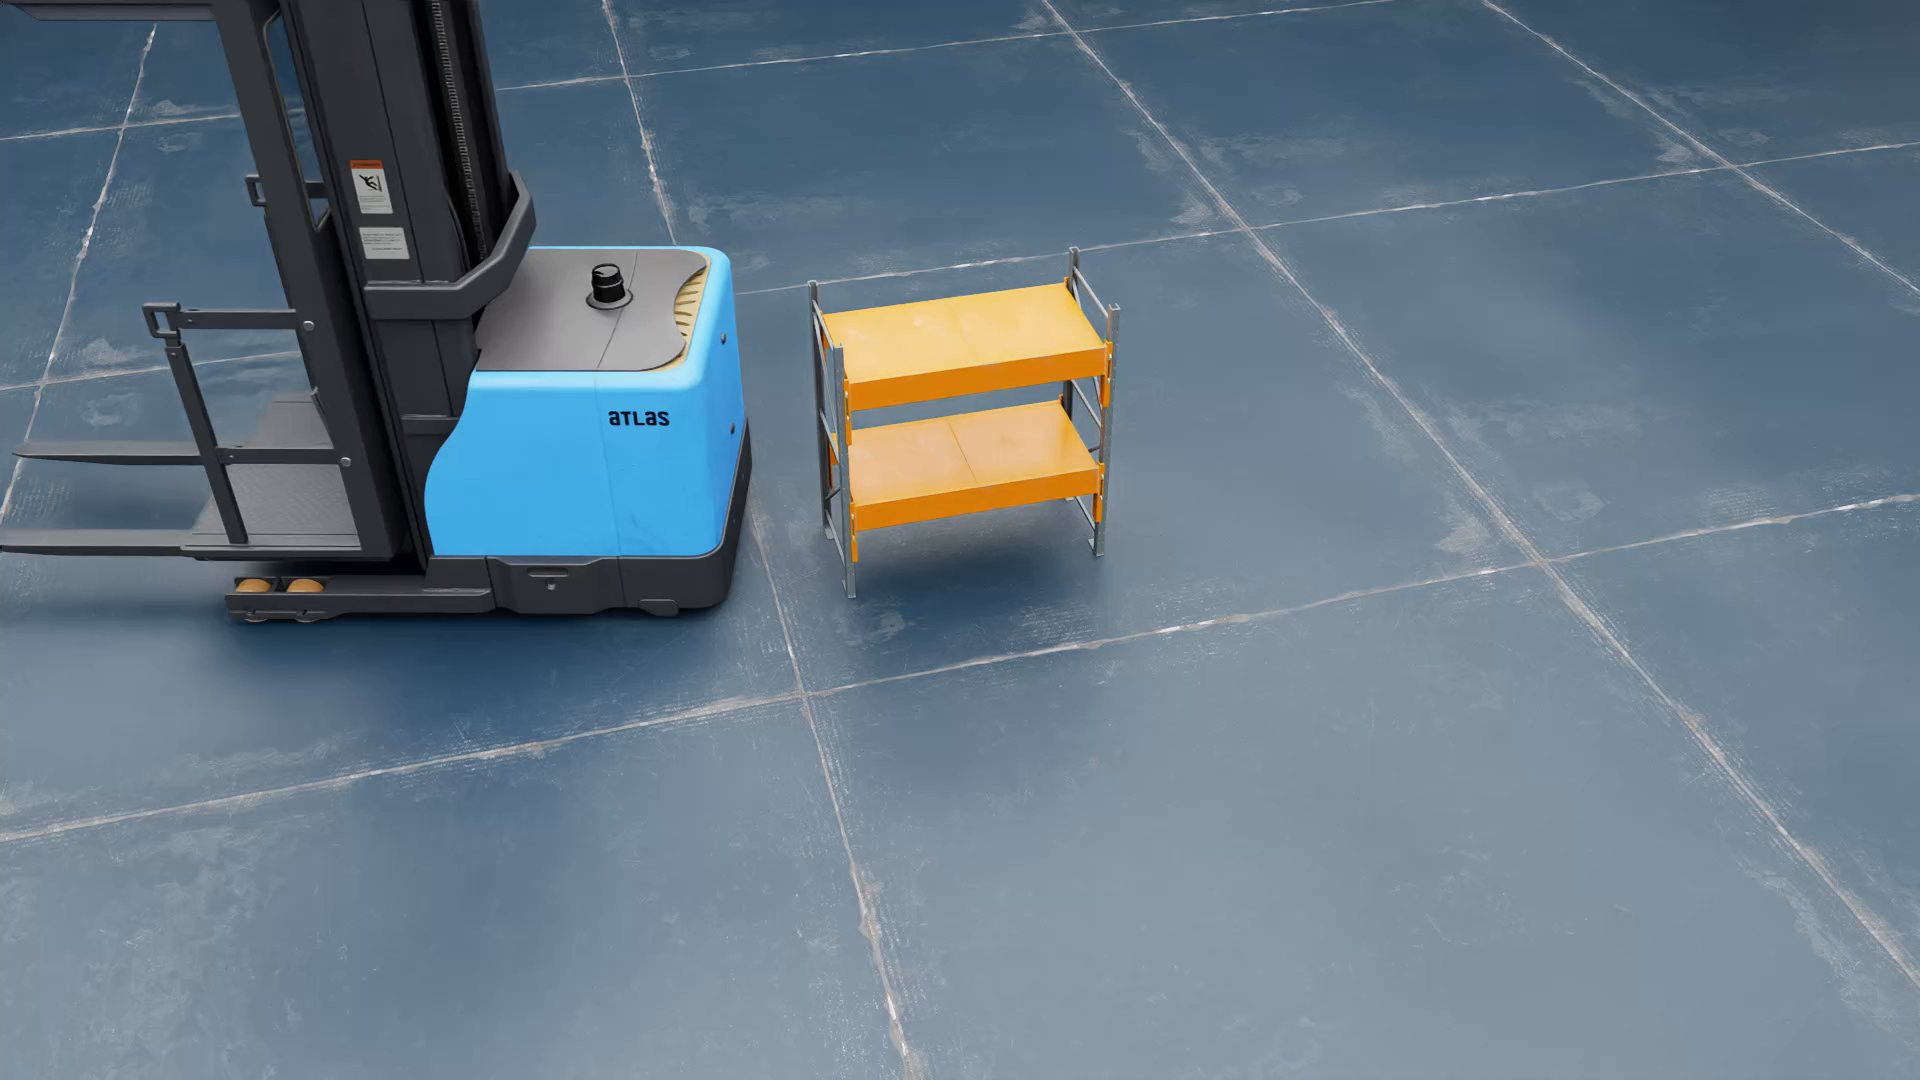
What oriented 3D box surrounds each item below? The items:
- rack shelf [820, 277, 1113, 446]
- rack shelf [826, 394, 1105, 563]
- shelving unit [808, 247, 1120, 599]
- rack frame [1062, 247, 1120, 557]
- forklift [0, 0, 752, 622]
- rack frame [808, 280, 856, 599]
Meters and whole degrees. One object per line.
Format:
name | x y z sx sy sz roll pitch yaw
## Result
rack shelf | 0.007 -0.680 6.232 1.000 0.278 0.538 -9 38 -12
rack shelf | 0.007 -0.254 6.558 1.000 0.278 0.538 -9 38 -12
shelving unit | 0.007 -0.448 6.410 1.048 1.125 0.538 -9 38 -12
rack frame | 0.497 -0.528 6.515 0.032 1.125 0.500 -9 38 -12
forklift | -2.397 -1.172 5.870 3.031 2.935 1.130 0 37 0
rack frame | -0.484 -0.367 6.304 0.032 1.125 0.500 -9 38 -12
